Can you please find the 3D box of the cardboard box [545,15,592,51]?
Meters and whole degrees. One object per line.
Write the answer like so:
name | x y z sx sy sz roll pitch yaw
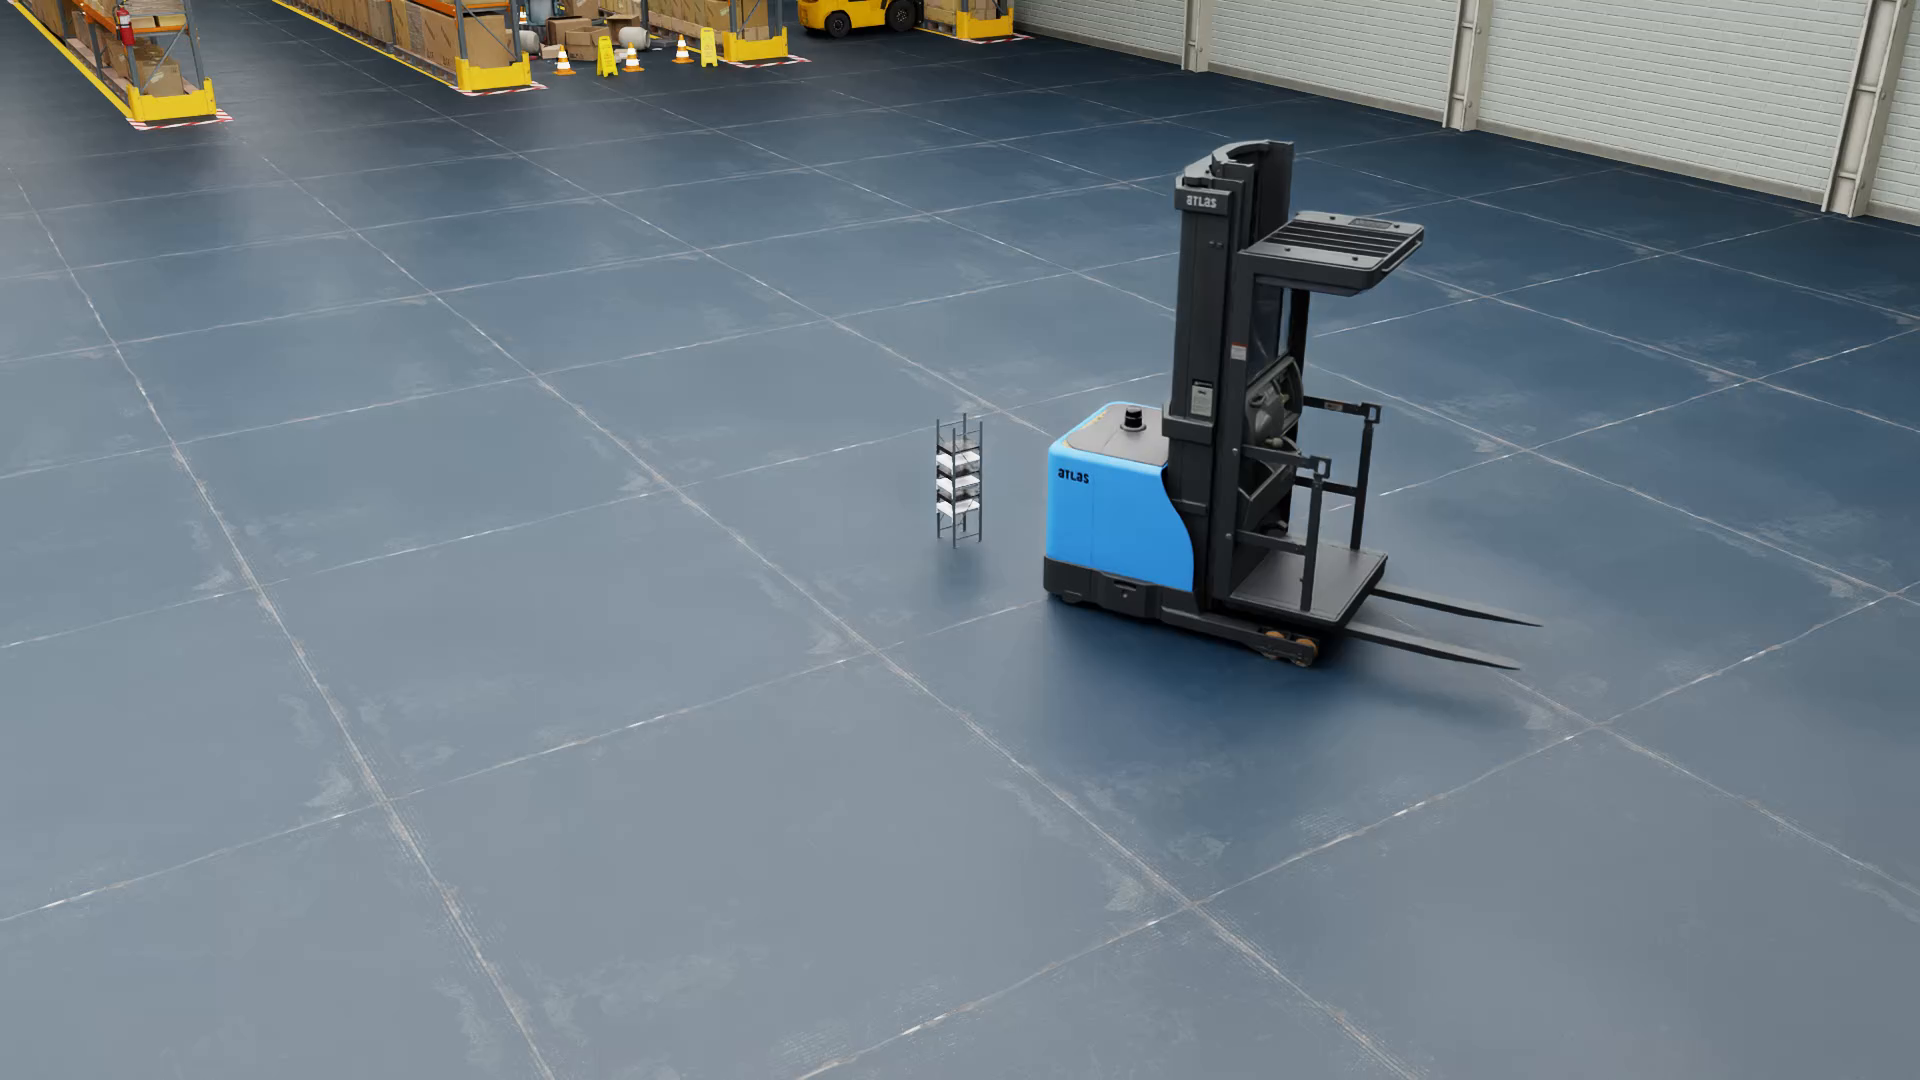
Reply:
cardboard box | -7.277 -9.442 30.965 0.797 0.637 0.503 -16 29 -30

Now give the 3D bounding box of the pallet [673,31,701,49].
pallet | -4.797 -9.640 31.885 1.003 0.211 1.213 -16 29 -30

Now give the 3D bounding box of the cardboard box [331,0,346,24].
cardboard box | -11.882 -10.744 33.102 1.050 0.750 0.750 -16 30 -30

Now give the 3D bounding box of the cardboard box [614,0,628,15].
cardboard box | -6.547 -11.014 34.117 0.950 0.372 0.625 -14 28 -26

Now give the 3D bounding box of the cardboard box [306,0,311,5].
cardboard box | -13.554 -11.601 35.210 0.500 0.500 0.500 -15 29 -29

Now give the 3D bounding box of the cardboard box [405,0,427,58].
cardboard box | -9.175 -9.046 29.358 0.875 0.875 0.875 -15 29 -29

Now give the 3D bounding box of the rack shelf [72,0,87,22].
rack shelf | -15.258 -9.650 29.483 1.077 0.370 4.000 -16 29 -30

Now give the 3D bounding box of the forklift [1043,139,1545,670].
forklift | 2.082 -0.818 10.012 3.031 2.935 1.130 13 28 26

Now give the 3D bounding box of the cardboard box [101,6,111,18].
cardboard box | -13.218 -8.282 26.036 0.380 0.149 0.250 -16 29 -30

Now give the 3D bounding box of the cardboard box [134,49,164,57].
cardboard box | -12.990 -7.550 26.628 0.500 0.500 0.500 -13 28 -25

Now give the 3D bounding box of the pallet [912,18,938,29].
pallet | -0.637 -10.736 34.206 1.003 0.211 1.213 -16 29 -30

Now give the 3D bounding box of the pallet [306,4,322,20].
pallet | -13.226 -11.265 35.328 1.003 0.211 1.213 -16 29 -30

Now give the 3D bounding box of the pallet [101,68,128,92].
pallet | -13.770 -7.767 27.918 1.003 0.211 1.213 -16 29 -30

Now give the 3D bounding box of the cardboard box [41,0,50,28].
cardboard box | -17.189 -10.492 32.421 1.225 0.875 0.875 -15 29 -29

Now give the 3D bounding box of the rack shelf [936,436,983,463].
rack shelf | -0.004 -0.624 11.425 0.258 0.077 0.200 -16 29 -30

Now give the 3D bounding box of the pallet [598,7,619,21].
pallet | -6.959 -11.023 34.816 1.003 0.211 1.213 -16 29 -30

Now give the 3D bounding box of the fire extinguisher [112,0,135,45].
fire extinguisher | -12.306 -7.646 24.486 0.296 0.674 0.183 -16 29 -30

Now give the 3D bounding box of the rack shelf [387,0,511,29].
rack shelf | -8.863 -9.339 28.824 1.077 0.370 4.000 -16 29 -30

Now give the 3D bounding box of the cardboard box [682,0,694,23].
cardboard box | -4.893 -10.018 31.271 0.500 0.500 0.500 -16 30 -31

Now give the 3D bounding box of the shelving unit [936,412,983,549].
shelving unit | -0.004 -0.410 11.526 0.258 0.900 0.210 -16 29 -30

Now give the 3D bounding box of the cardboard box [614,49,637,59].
cardboard box | -6.087 -8.847 30.280 0.380 0.149 0.250 -1 25 -3

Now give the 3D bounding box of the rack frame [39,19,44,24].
rack frame | -18.533 -12.121 33.875 1.000 3.000 0.127 -16 29 -30

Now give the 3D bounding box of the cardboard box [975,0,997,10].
cardboard box | 0.395 -10.686 32.978 0.500 0.250 0.500 -15 29 -29

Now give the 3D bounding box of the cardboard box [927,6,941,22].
cardboard box | -0.307 -10.518 33.208 0.500 0.250 0.500 -16 29 -30

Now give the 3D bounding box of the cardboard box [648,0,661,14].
cardboard box | -5.767 -10.581 32.463 0.500 0.500 0.500 -14 29 -27

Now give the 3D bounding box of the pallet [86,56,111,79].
pallet | -14.592 -8.277 28.999 1.003 0.211 1.213 -16 29 -30

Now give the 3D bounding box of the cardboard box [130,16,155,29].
cardboard box | -12.311 -7.769 24.951 0.380 0.149 0.250 -16 29 -30

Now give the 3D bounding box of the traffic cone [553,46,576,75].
traffic cone | -6.872 -8.323 28.800 0.336 0.463 0.334 -16 29 -30

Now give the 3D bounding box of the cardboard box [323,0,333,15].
cardboard box | -12.717 -11.044 34.030 0.500 0.500 0.500 -16 29 -30

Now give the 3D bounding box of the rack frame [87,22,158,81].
rack frame | -14.166 -9.260 27.814 1.000 3.000 0.127 -16 29 -30

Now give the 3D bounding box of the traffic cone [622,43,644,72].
traffic cone | -5.739 -8.464 29.101 0.336 0.463 0.334 -16 29 -30

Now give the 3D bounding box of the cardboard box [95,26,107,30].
cardboard box | -14.728 -8.728 29.100 0.700 0.500 0.500 -16 29 -30

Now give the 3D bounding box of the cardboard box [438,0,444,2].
cardboard box | -8.331 -9.331 27.788 0.875 0.550 0.550 -16 29 -30

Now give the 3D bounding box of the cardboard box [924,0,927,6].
cardboard box | -0.614 -10.932 33.500 0.500 0.250 0.500 -16 30 -31

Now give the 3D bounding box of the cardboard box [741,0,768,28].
cardboard box | -3.902 -9.786 30.778 0.500 0.500 0.500 -17 30 -31

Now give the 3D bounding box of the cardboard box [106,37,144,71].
cardboard box | -13.981 -8.167 27.935 0.500 0.500 0.500 -17 30 -31

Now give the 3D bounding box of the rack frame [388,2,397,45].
rack frame | -9.955 -10.380 30.186 1.000 3.000 0.127 -16 29 -30

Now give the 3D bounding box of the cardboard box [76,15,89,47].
cardboard box | -15.654 -9.329 30.373 0.700 0.500 0.500 -18 31 -34

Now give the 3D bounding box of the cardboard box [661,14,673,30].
cardboard box | -5.466 -10.054 32.224 0.500 0.250 0.500 -14 29 -27

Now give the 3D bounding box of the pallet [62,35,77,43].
pallet | -16.717 -9.729 32.075 1.003 0.211 1.213 -16 29 -30

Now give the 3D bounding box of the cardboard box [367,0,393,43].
cardboard box | -10.369 -9.753 31.003 1.050 0.750 0.750 -16 29 -30

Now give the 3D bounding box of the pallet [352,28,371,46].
pallet | -11.110 -9.814 32.254 1.003 0.211 1.213 -16 29 -30

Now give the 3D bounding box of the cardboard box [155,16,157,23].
cardboard box | -12.059 -7.967 25.370 0.380 0.149 0.250 -16 29 -30

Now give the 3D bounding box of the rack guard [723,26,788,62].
rack guard | -3.721 -9.036 30.267 1.175 0.500 0.348 -16 29 -30

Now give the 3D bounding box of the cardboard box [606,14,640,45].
cardboard box | -6.418 -9.740 31.756 0.500 0.500 0.500 3 25 6

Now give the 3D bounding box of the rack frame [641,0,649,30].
rack frame | -5.863 -11.569 32.706 1.000 3.000 0.127 -16 29 -30

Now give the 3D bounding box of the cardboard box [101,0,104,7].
cardboard box | -12.870 -8.552 25.849 0.875 0.500 0.500 -16 29 -30

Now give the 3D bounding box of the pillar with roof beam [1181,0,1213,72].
pillar with roof beam | 0.521 -11.319 25.149 9.100 9.000 0.400 -16 29 -30

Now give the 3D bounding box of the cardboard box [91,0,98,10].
cardboard box | -13.769 -8.638 26.790 0.380 0.149 0.250 -16 29 -30

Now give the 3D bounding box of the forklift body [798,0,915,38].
forklift body | -2.086 -11.166 32.846 2.313 2.155 1.214 -16 29 -30

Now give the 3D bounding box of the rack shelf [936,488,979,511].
rack shelf | -0.004 -0.298 11.579 0.258 0.077 0.200 -16 29 -30

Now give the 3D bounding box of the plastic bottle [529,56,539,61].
plastic bottle | -7.780 -8.739 30.152 0.133 0.061 0.283 18 31 33

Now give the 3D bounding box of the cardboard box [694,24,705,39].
cardboard box | -4.622 -9.499 31.049 0.500 0.250 0.500 -15 29 -29

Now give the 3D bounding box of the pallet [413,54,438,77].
pallet | -8.936 -8.392 29.241 1.003 0.211 1.213 -16 29 -30
